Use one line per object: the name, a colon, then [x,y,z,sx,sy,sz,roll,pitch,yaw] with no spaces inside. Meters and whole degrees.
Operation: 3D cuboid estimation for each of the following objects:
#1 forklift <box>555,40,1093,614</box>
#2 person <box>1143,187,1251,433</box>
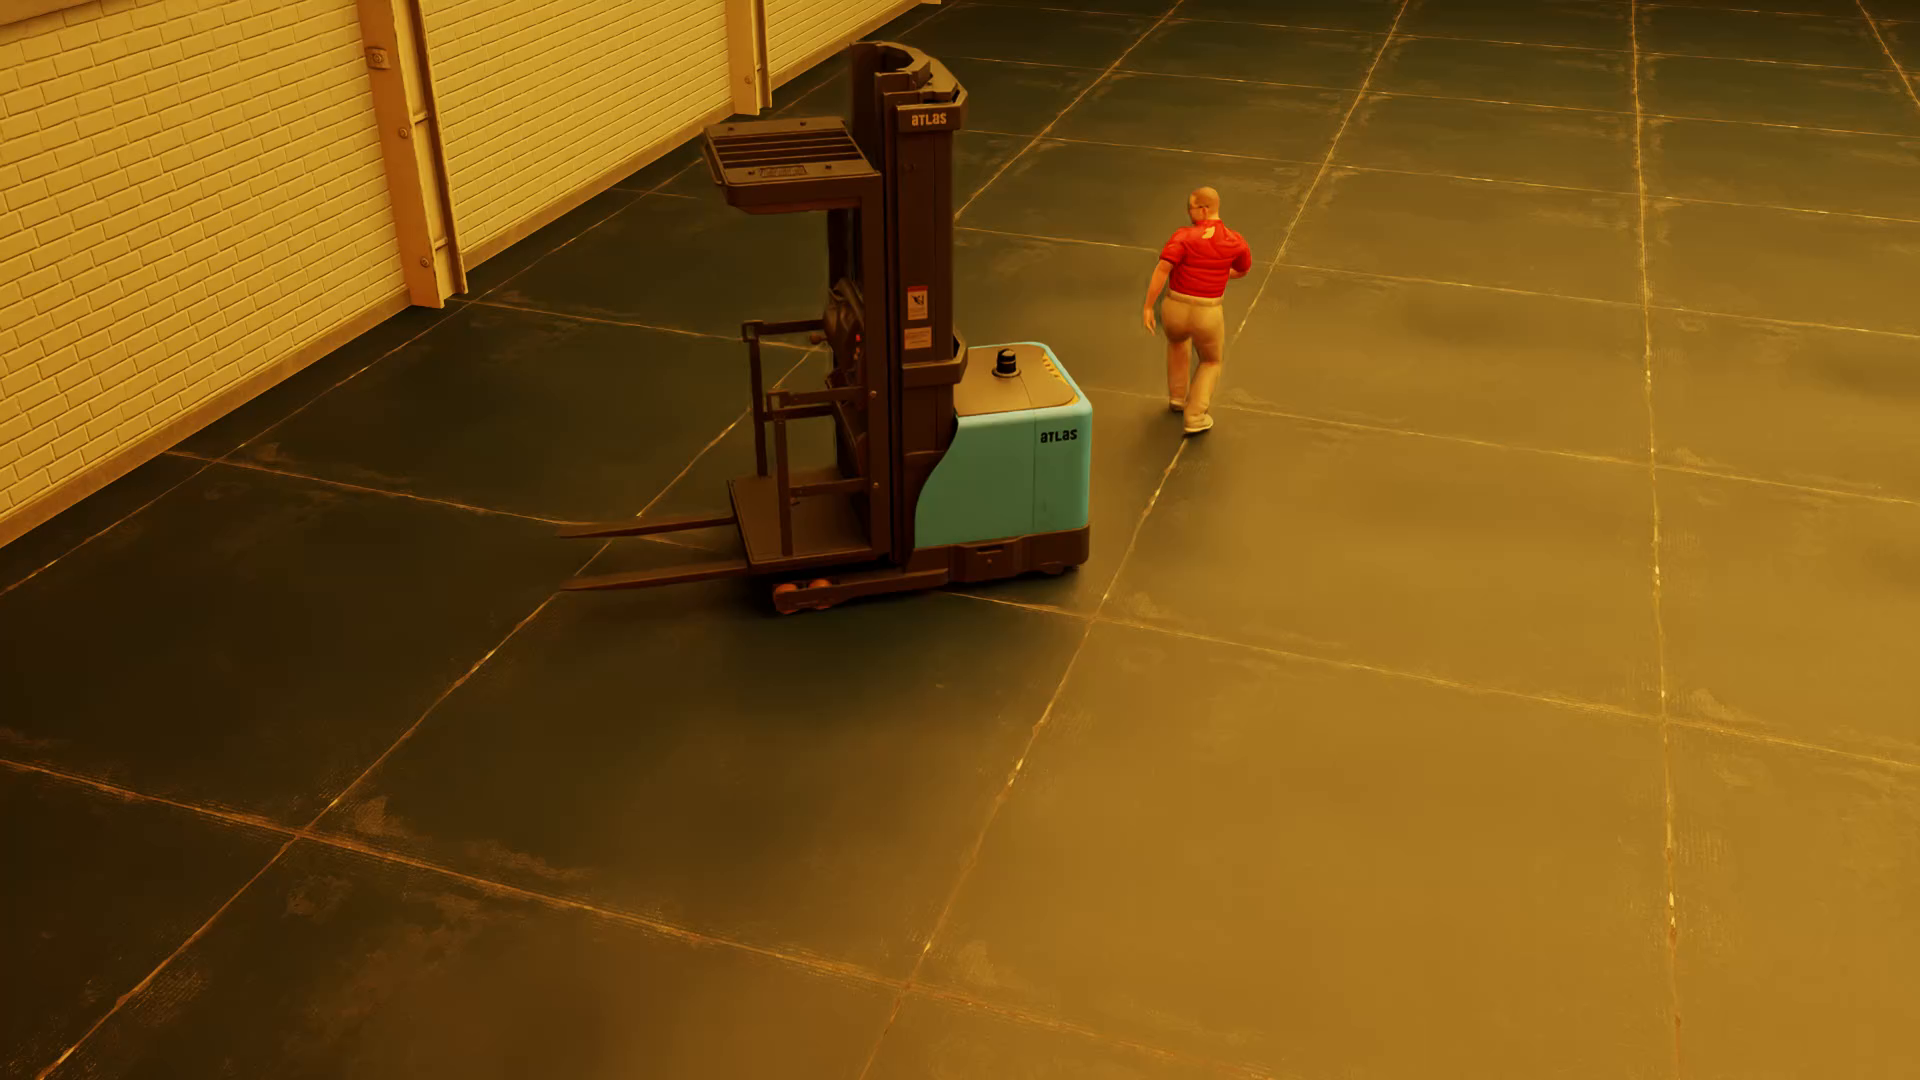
forklift: [-0.818,-1.147,9.148,3.031,2.935,1.130,-7,30,-12]
person: [1.583,-1.493,11.111,0.631,1.739,0.798,7,30,12]
